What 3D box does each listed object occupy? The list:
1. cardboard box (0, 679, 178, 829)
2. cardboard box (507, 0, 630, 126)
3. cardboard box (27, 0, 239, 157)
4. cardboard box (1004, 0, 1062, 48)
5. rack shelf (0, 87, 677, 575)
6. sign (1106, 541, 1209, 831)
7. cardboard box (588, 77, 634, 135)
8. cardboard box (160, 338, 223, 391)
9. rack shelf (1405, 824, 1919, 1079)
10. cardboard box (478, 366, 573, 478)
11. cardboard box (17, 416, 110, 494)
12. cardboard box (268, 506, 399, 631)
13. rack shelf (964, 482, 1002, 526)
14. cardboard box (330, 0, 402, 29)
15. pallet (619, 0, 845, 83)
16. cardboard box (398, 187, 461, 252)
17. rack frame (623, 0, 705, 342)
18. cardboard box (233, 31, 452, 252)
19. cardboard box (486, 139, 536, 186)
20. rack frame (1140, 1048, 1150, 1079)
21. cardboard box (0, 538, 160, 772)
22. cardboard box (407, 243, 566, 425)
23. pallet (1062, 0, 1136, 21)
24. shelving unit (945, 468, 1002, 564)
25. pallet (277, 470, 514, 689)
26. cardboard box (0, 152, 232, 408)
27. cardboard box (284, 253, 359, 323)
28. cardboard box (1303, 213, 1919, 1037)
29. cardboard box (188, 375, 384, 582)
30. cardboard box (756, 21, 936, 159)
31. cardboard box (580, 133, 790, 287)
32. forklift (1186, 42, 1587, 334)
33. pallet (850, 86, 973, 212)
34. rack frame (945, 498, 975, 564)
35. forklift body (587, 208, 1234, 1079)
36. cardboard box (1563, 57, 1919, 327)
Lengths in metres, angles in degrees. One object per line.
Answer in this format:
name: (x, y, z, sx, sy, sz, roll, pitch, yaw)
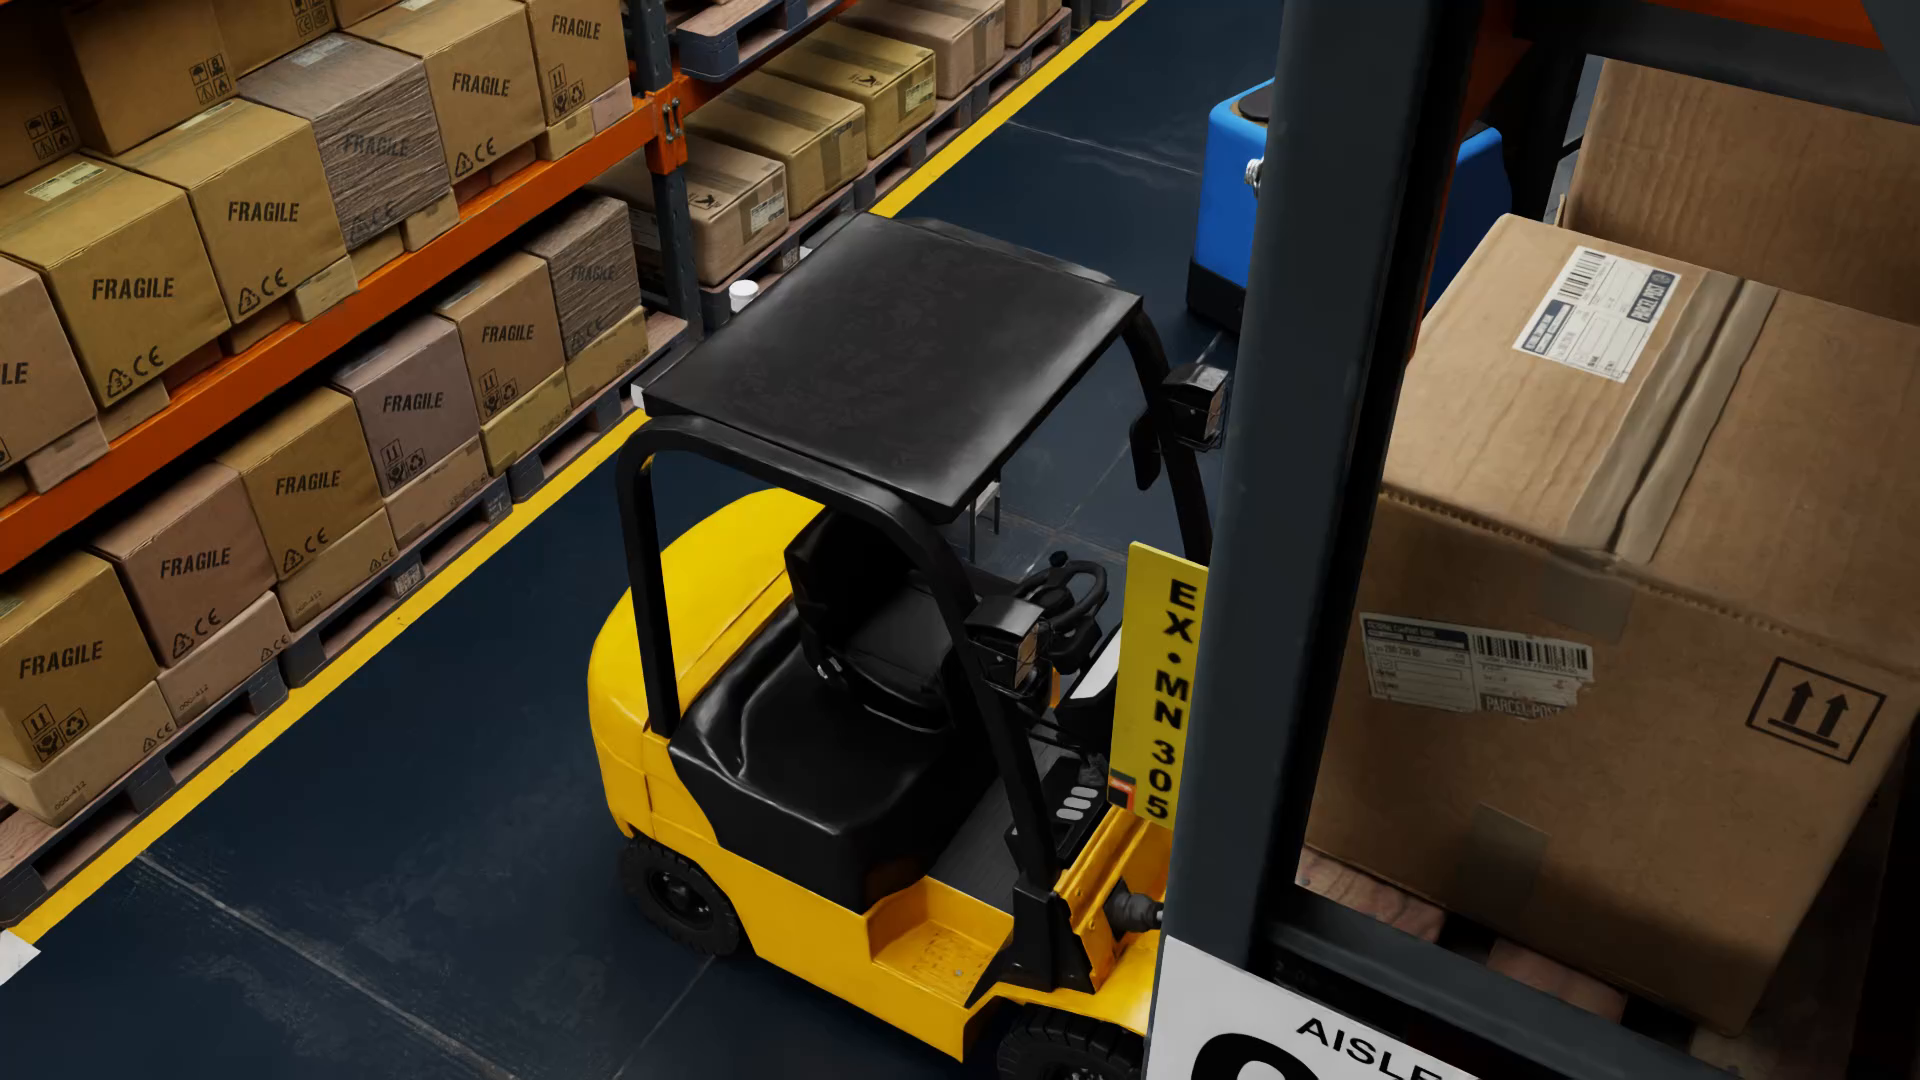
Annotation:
cardboard box: (-3.011, 0.620, 5.539, 0.500, 0.250, 0.500, 21, 45, 22)
cardboard box: (-1.660, -1.985, 6.434, 0.500, 0.500, 0.500, 20, 45, 21)
cardboard box: (-2.792, -1.625, 5.269, 0.700, 0.500, 0.500, 21, 45, 22)
cardboard box: (0.058, -3.313, 9.913, 0.950, 0.372, 0.625, 18, 44, 19)
rack shelf: (-2.654, -0.758, 5.886, 1.077, 0.370, 4.000, 21, 45, 22)
sign: (0.182, 0.140, 1.442, 0.100, 0.325, 0.005, 21, 45, 22)
cardboard box: (-1.550, -1.794, 6.707, 0.380, 0.149, 0.250, 20, 45, 22)
cardboard box: (-2.641, -0.650, 5.409, 0.380, 0.149, 0.250, 22, 46, 23)
rack shelf: (1.646, -0.245, 3.033, 1.077, 0.370, 4.000, 21, 45, 22)
cardboard box: (-1.974, -0.563, 6.883, 0.500, 0.250, 0.500, 20, 45, 21)
cardboard box: (-2.821, -0.320, 5.034, 0.380, 0.149, 0.250, 22, 46, 23)
cardboard box: (-2.487, 0.014, 6.227, 0.500, 0.250, 0.500, 24, 47, 25)
rack shelf: (0.004, -0.182, 6.599, 0.258, 0.077, 0.200, 21, 45, 22)
cardboard box: (-2.335, -2.232, 5.958, 0.700, 0.500, 0.500, 21, 46, 22)
pallet: (-1.144, -2.490, 7.453, 1.003, 0.211, 1.213, 21, 45, 22)
cardboard box: (-2.055, -1.211, 6.046, 0.380, 0.149, 0.250, 20, 45, 21)
rack frame: (-1.653, -2.173, 6.948, 1.000, 3.000, 0.127, 21, 45, 22)
cardboard box: (-2.167, -1.390, 5.758, 0.500, 0.500, 0.500, 22, 46, 23)
cardboard box: (-1.867, -1.525, 6.403, 0.380, 0.149, 0.250, 21, 46, 22)
rack frame: (0.645, 1.755, 2.487, 1.000, 3.000, 0.127, 21, 45, 22)
cardboard box: (-3.000, 0.325, 5.307, 0.500, 0.500, 0.500, 19, 45, 21)
cardboard box: (-1.969, -0.861, 6.653, 0.500, 0.500, 0.500, 22, 46, 23)
pallet: (0.809, -3.841, 10.952, 1.003, 0.211, 1.213, 21, 45, 22)
shelving unit: (0.004, -0.342, 6.458, 0.258, 0.900, 0.210, 21, 45, 22)
pallet: (-2.568, -0.030, 6.624, 1.003, 0.211, 1.213, 21, 45, 22)
cardboard box: (-2.667, -0.802, 5.090, 0.500, 0.500, 0.500, 20, 45, 21)
cardboard box: (-2.307, -0.916, 5.710, 0.380, 0.149, 0.250, 21, 46, 22)
cardboard box: (0.655, 0.063, 1.670, 0.500, 0.500, 0.500, 22, 46, 23)
cardboard box: (-2.484, -0.260, 5.971, 0.500, 0.500, 0.500, 22, 46, 23)
cardboard box: (-0.689, -2.456, 8.940, 0.950, 0.372, 0.625, 22, 46, 23)
cardboard box: (-1.392, -1.645, 8.019, 0.950, 0.372, 0.625, 21, 46, 23)
forklift: (2.508, -2.610, 7.496, 3.031, 2.935, 1.130, -31, 50, -30)
pallet: (-0.655, -2.273, 9.171, 1.003, 0.211, 1.213, 21, 45, 22)
rack frame: (-0.047, -0.284, 6.392, 0.240, 0.900, 0.006, 21, 45, 22)
forklift body: (0.014, 0.386, 4.685, 2.313, 2.155, 1.214, 21, 45, 22)
cardboard box: (1.255, -0.490, 2.298, 0.700, 0.500, 0.500, 21, 46, 22)
